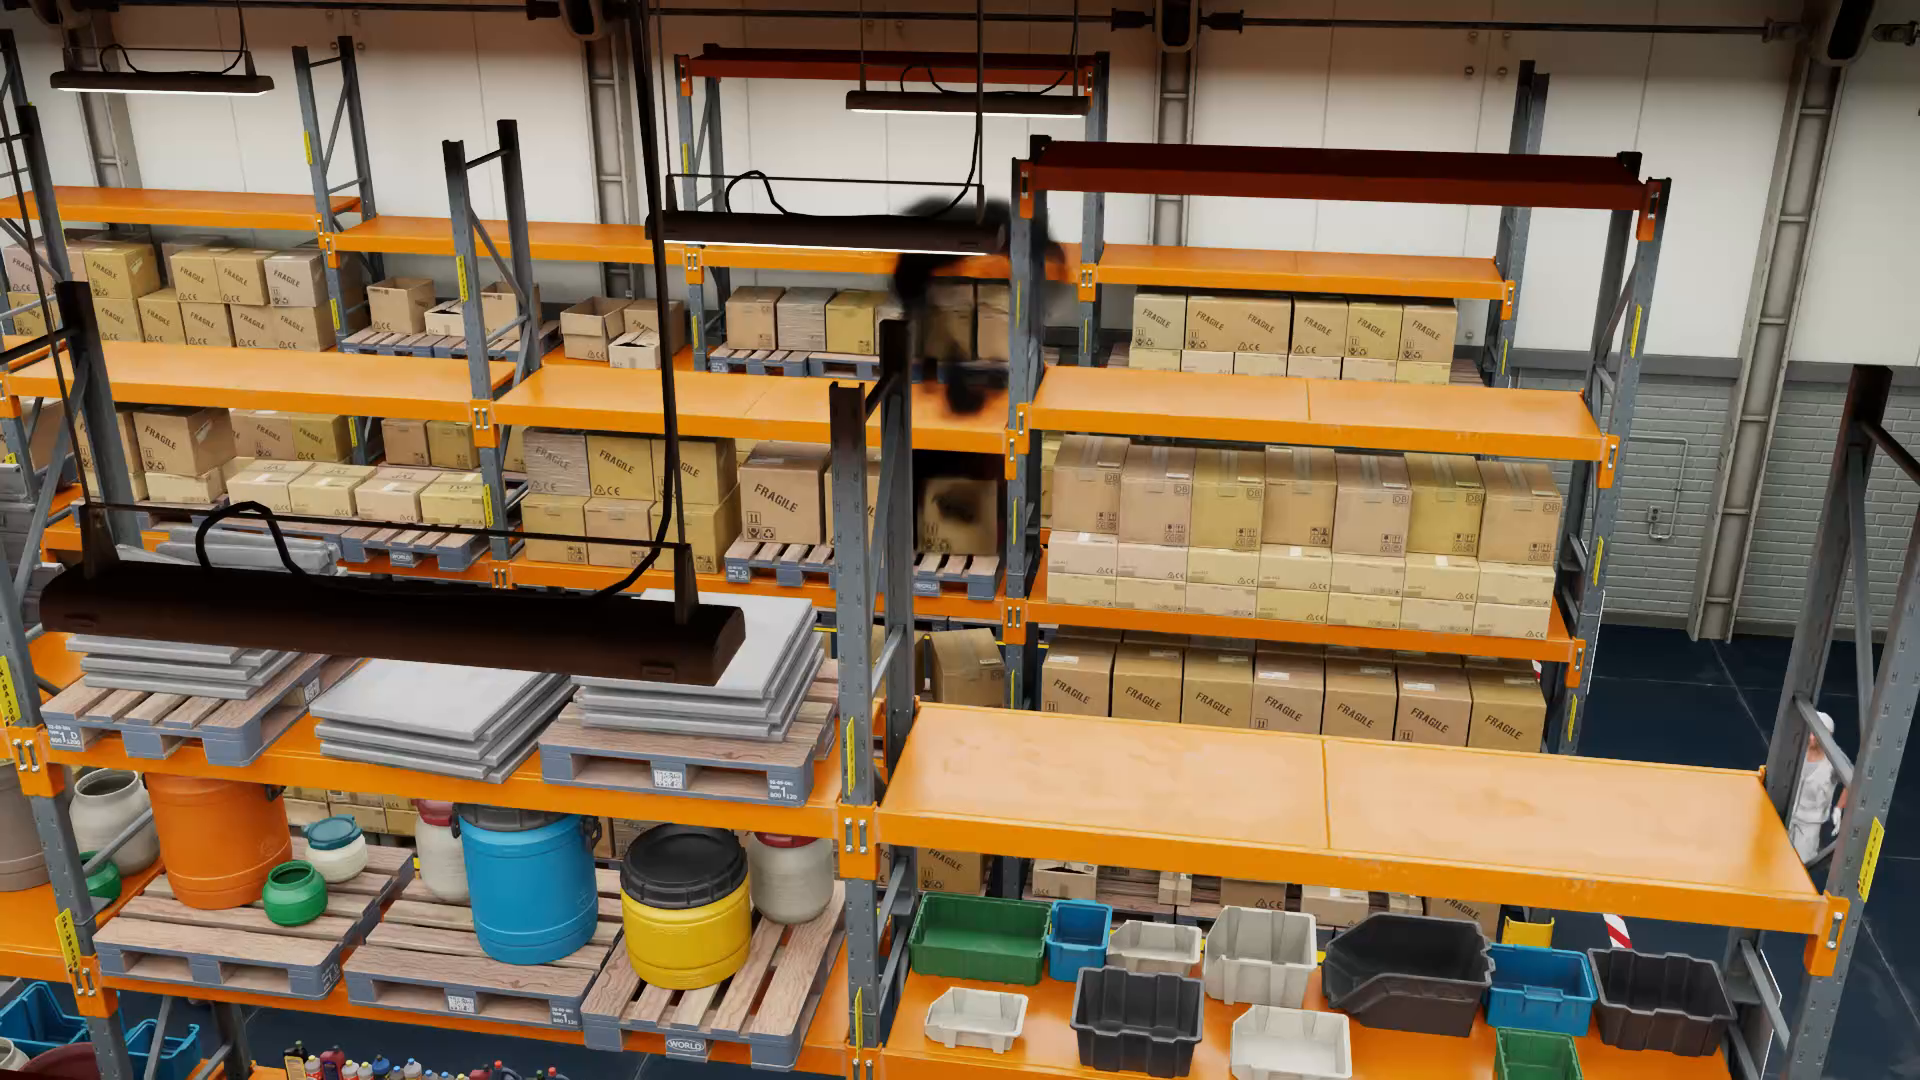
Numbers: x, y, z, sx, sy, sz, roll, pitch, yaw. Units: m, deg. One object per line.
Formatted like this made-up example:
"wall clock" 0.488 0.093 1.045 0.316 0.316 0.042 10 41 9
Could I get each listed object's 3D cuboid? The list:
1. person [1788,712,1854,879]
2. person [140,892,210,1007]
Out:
"person" 6.634 2.137 13.119 0.657 1.742 0.603 19 30 37
"person" -5.840 2.667 12.000 0.858 1.575 0.564 3 23 6
